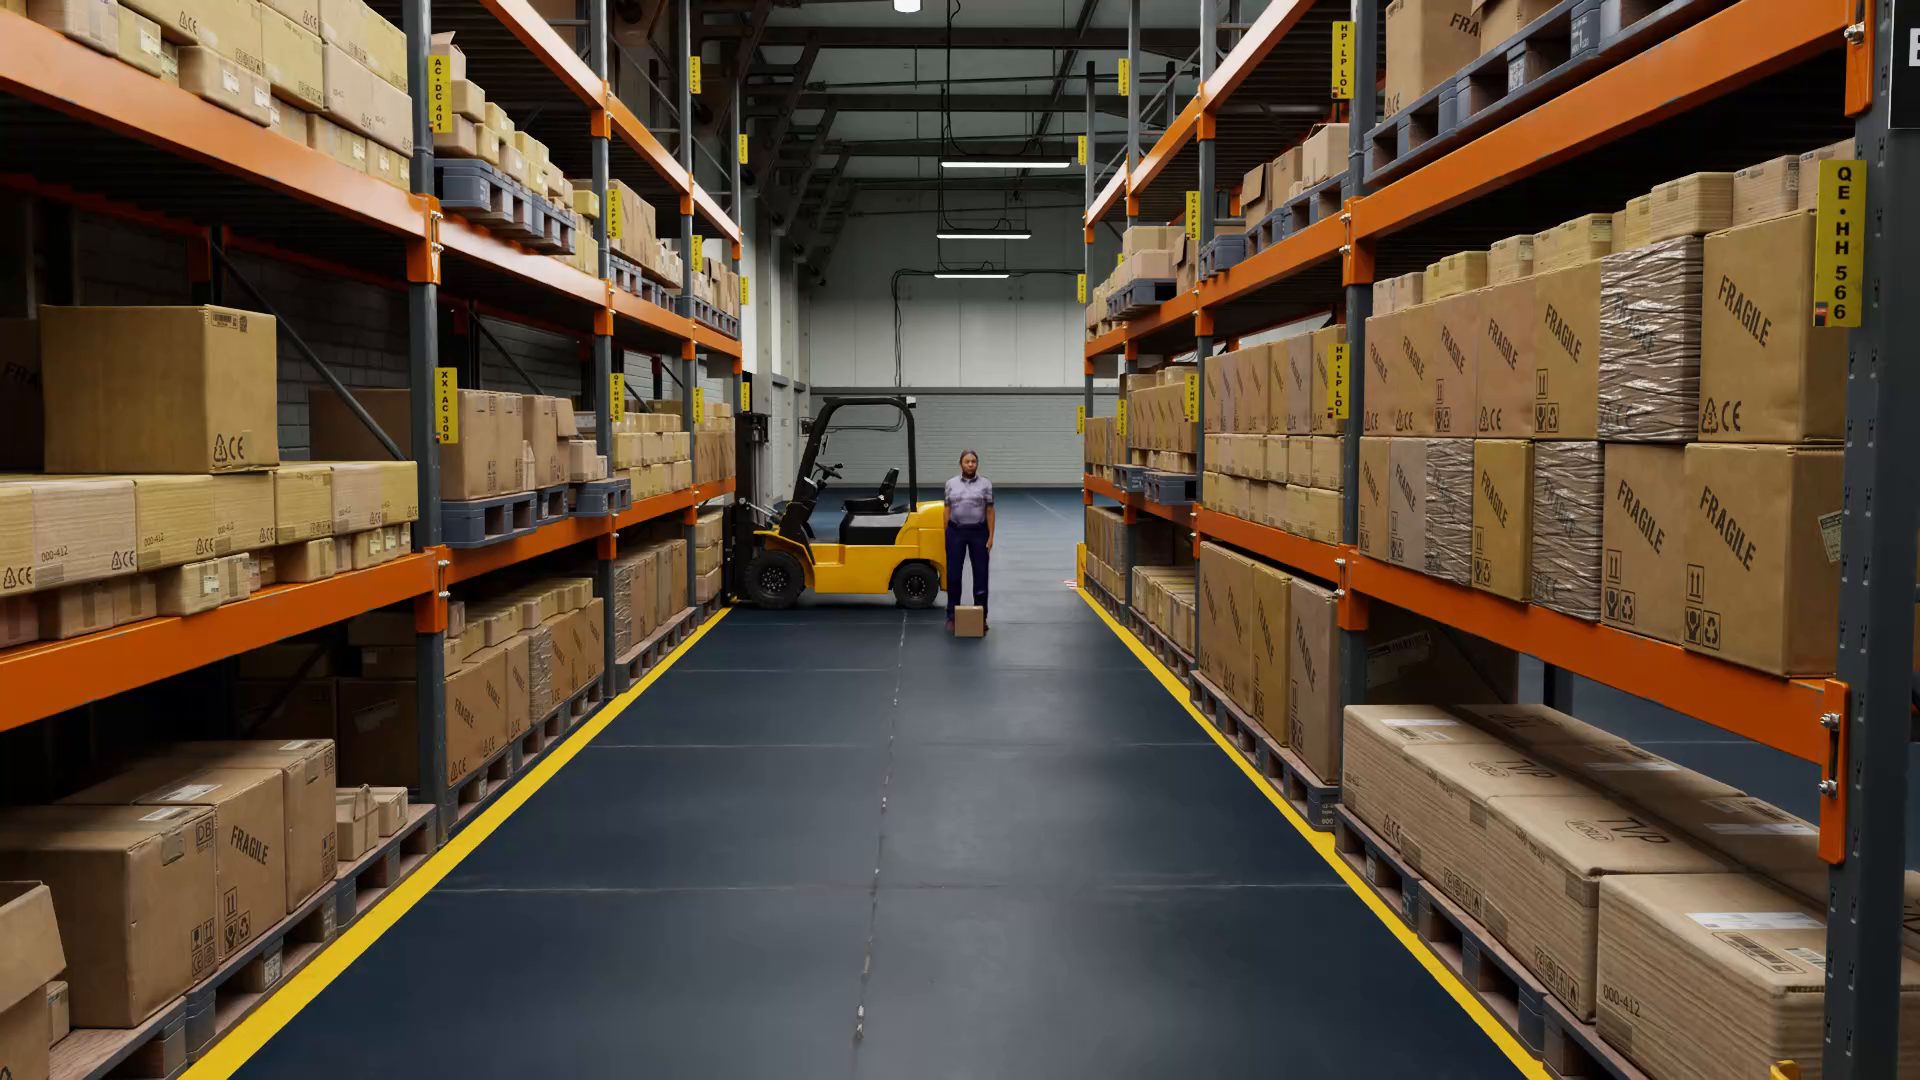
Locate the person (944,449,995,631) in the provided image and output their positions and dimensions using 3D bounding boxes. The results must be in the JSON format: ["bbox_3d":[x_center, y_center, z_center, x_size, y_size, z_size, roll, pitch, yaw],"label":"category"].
[{"bbox_3d":[0.084,0.009,15.181,0.468,1.673,0.343,0,4,0],"label":"person"}]
